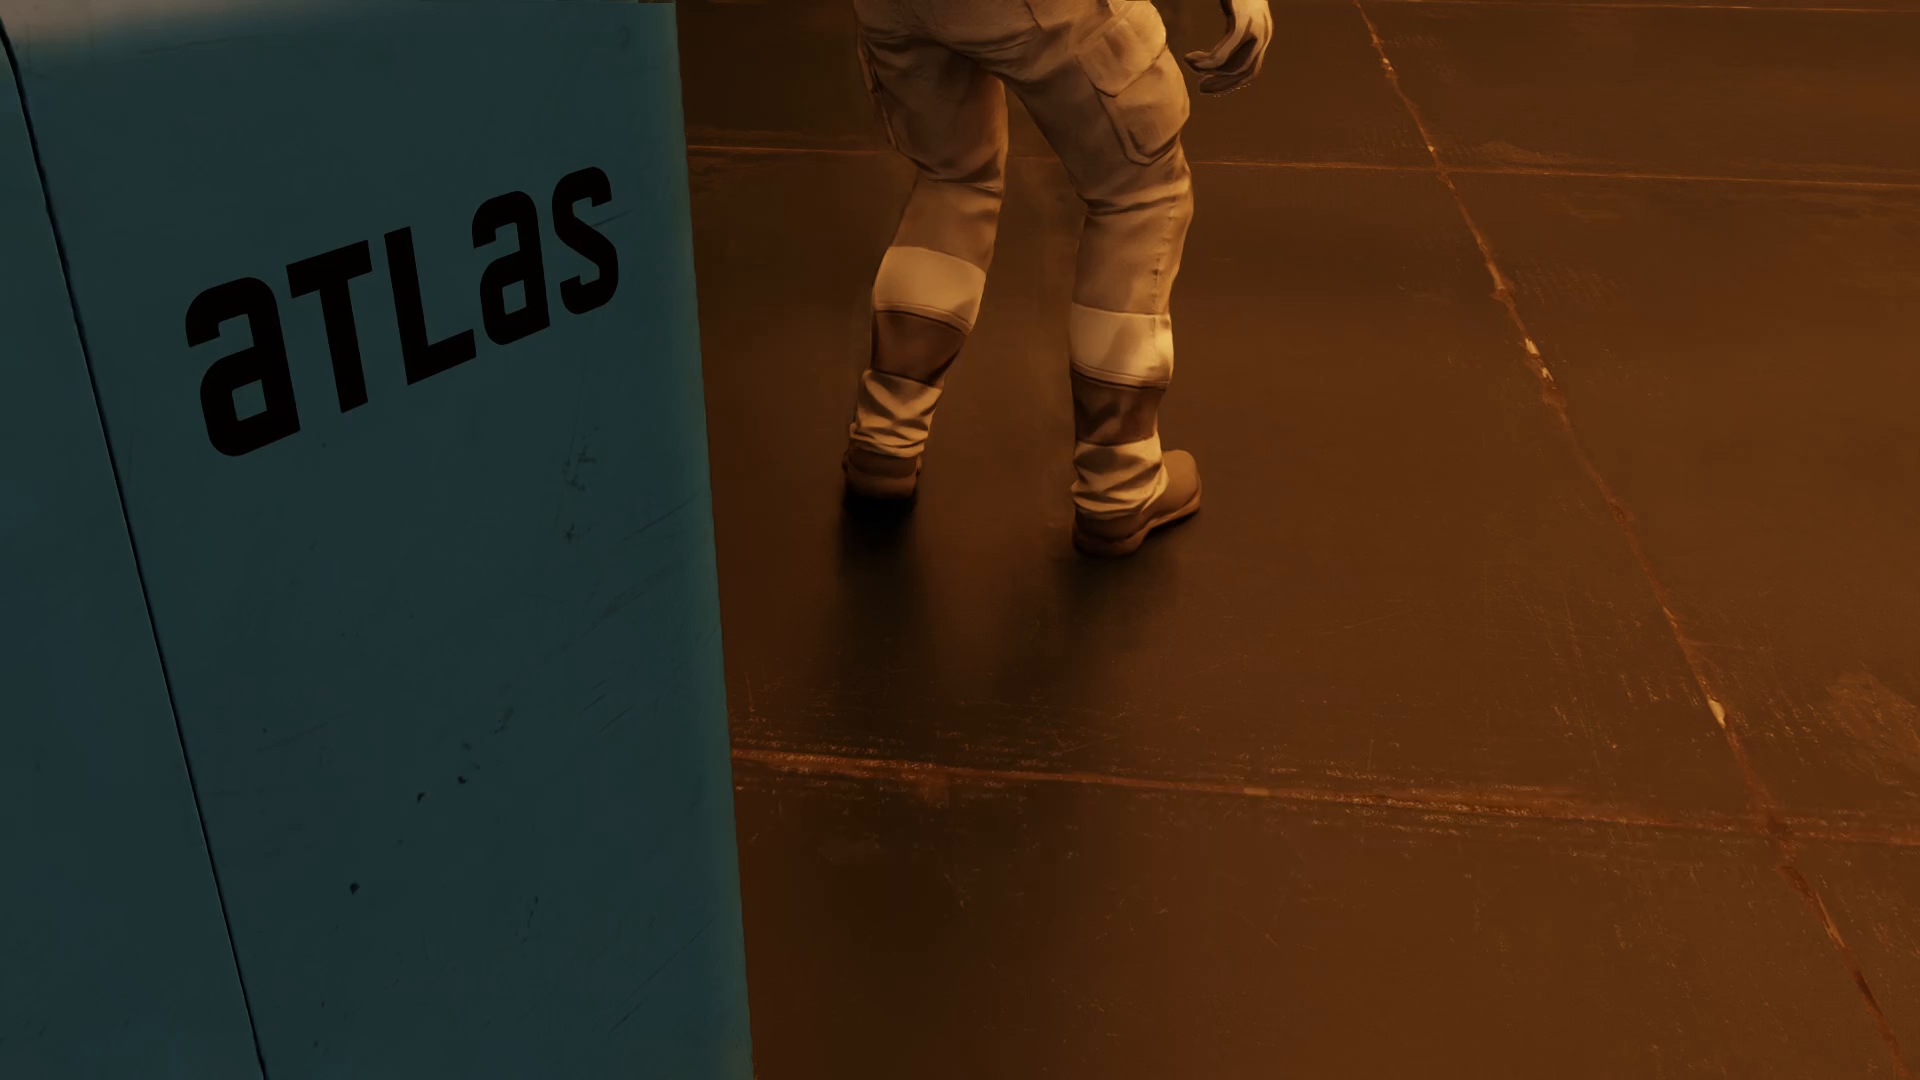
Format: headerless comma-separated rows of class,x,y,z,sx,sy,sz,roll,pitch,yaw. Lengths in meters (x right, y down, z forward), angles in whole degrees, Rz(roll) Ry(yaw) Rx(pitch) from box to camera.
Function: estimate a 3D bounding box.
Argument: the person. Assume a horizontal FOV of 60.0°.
person,0.073,-0.817,2.218,0.782,1.729,0.470,18,32,32
